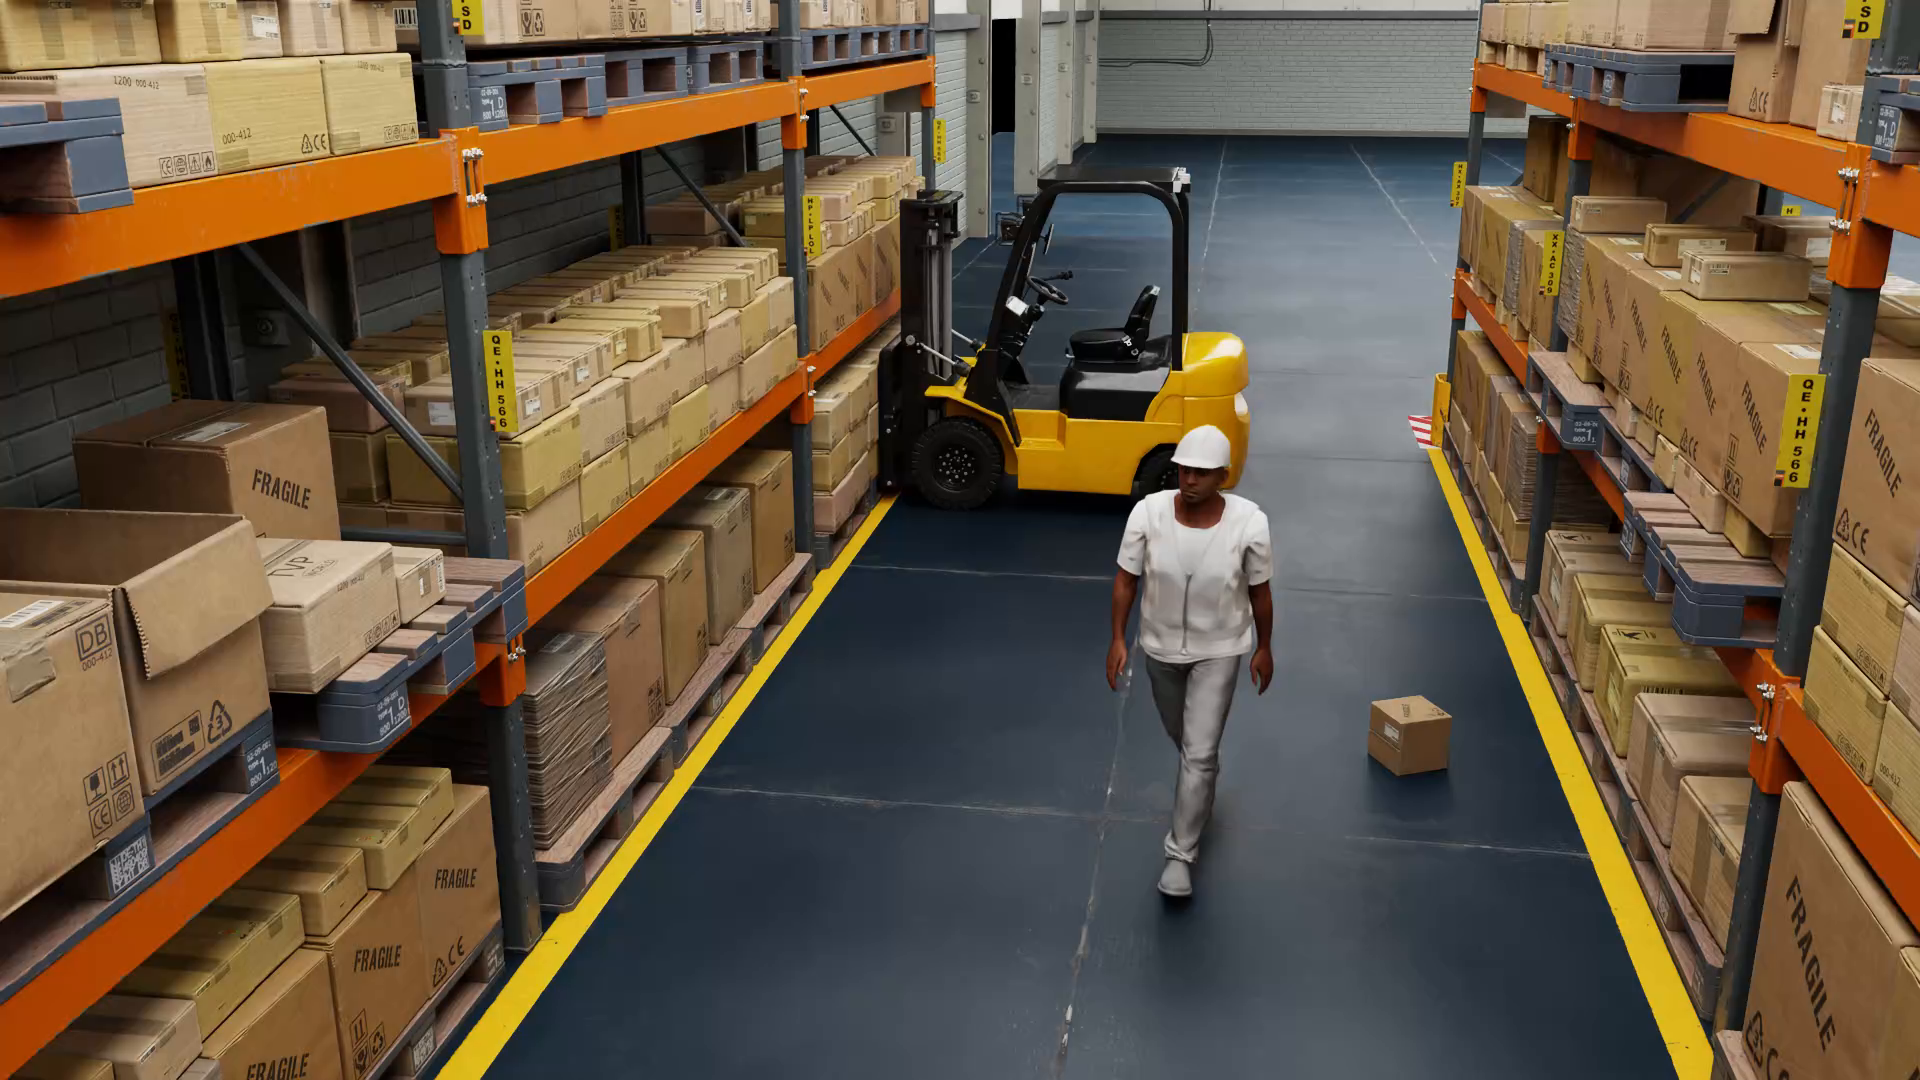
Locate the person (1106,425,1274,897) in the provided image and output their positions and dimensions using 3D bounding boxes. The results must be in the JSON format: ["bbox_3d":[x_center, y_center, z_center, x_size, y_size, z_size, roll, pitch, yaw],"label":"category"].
[{"bbox_3d":[0.880,0.390,6.330,0.596,1.726,1.042,8,19,22],"label":"person"}]
